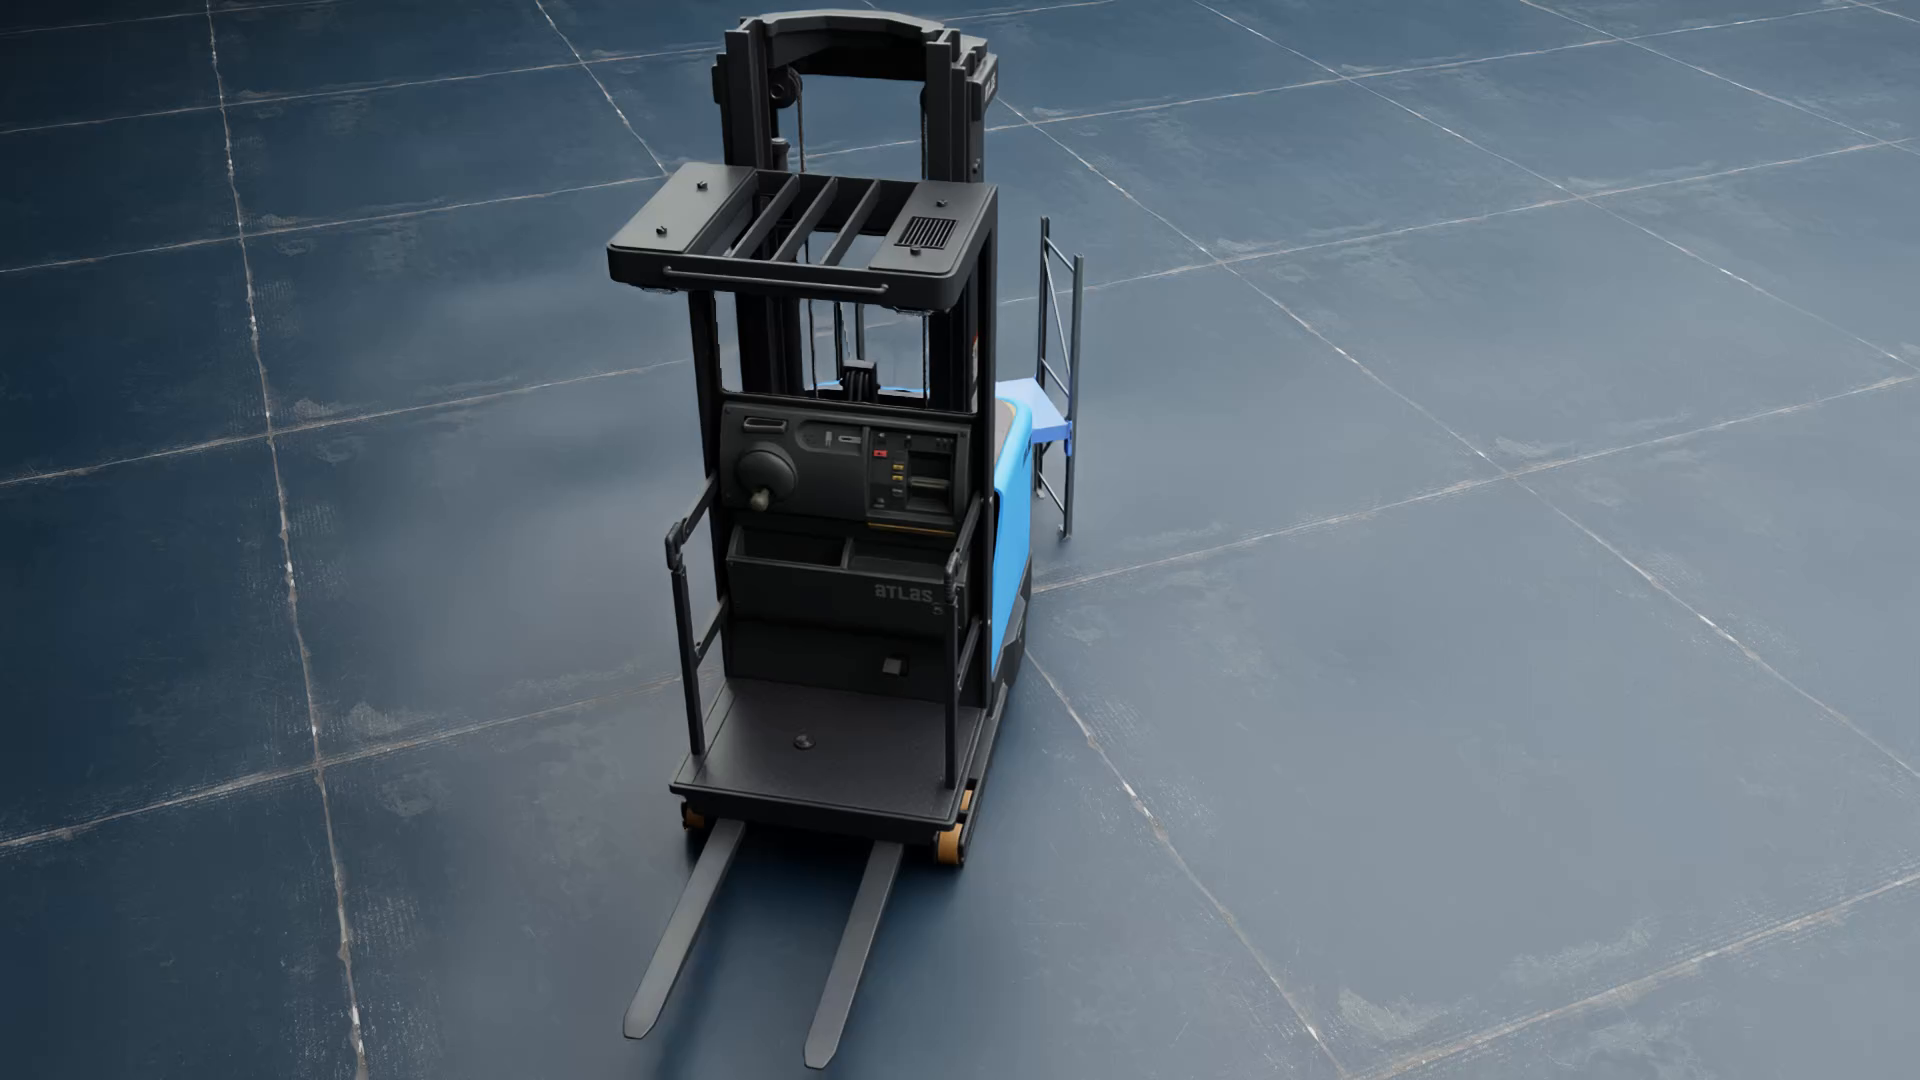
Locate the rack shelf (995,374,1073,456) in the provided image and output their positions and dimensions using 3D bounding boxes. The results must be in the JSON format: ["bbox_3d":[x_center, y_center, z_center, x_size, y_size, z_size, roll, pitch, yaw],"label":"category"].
[{"bbox_3d":[-0.017,-0.540,8.034,1.000,0.185,0.538,-9,34,-14],"label":"rack shelf"}]

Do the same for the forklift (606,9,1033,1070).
[{"bbox_3d":[-0.464,-0.211,5.887,1.130,2.935,3.031,6,34,9],"label":"forklift"}]

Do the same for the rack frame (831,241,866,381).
[{"bbox_3d":[-0.504,-0.611,7.813,0.032,1.500,0.500,-9,34,-14],"label":"rack frame"}]

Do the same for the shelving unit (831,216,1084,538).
[{"bbox_3d":[-0.017,-0.690,7.936,1.048,1.500,0.538,-9,34,-14],"label":"shelving unit"}]

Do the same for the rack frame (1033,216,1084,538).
[{"bbox_3d":[0.470,-0.770,8.059,0.032,1.500,0.500,-9,34,-14],"label":"rack frame"}]
